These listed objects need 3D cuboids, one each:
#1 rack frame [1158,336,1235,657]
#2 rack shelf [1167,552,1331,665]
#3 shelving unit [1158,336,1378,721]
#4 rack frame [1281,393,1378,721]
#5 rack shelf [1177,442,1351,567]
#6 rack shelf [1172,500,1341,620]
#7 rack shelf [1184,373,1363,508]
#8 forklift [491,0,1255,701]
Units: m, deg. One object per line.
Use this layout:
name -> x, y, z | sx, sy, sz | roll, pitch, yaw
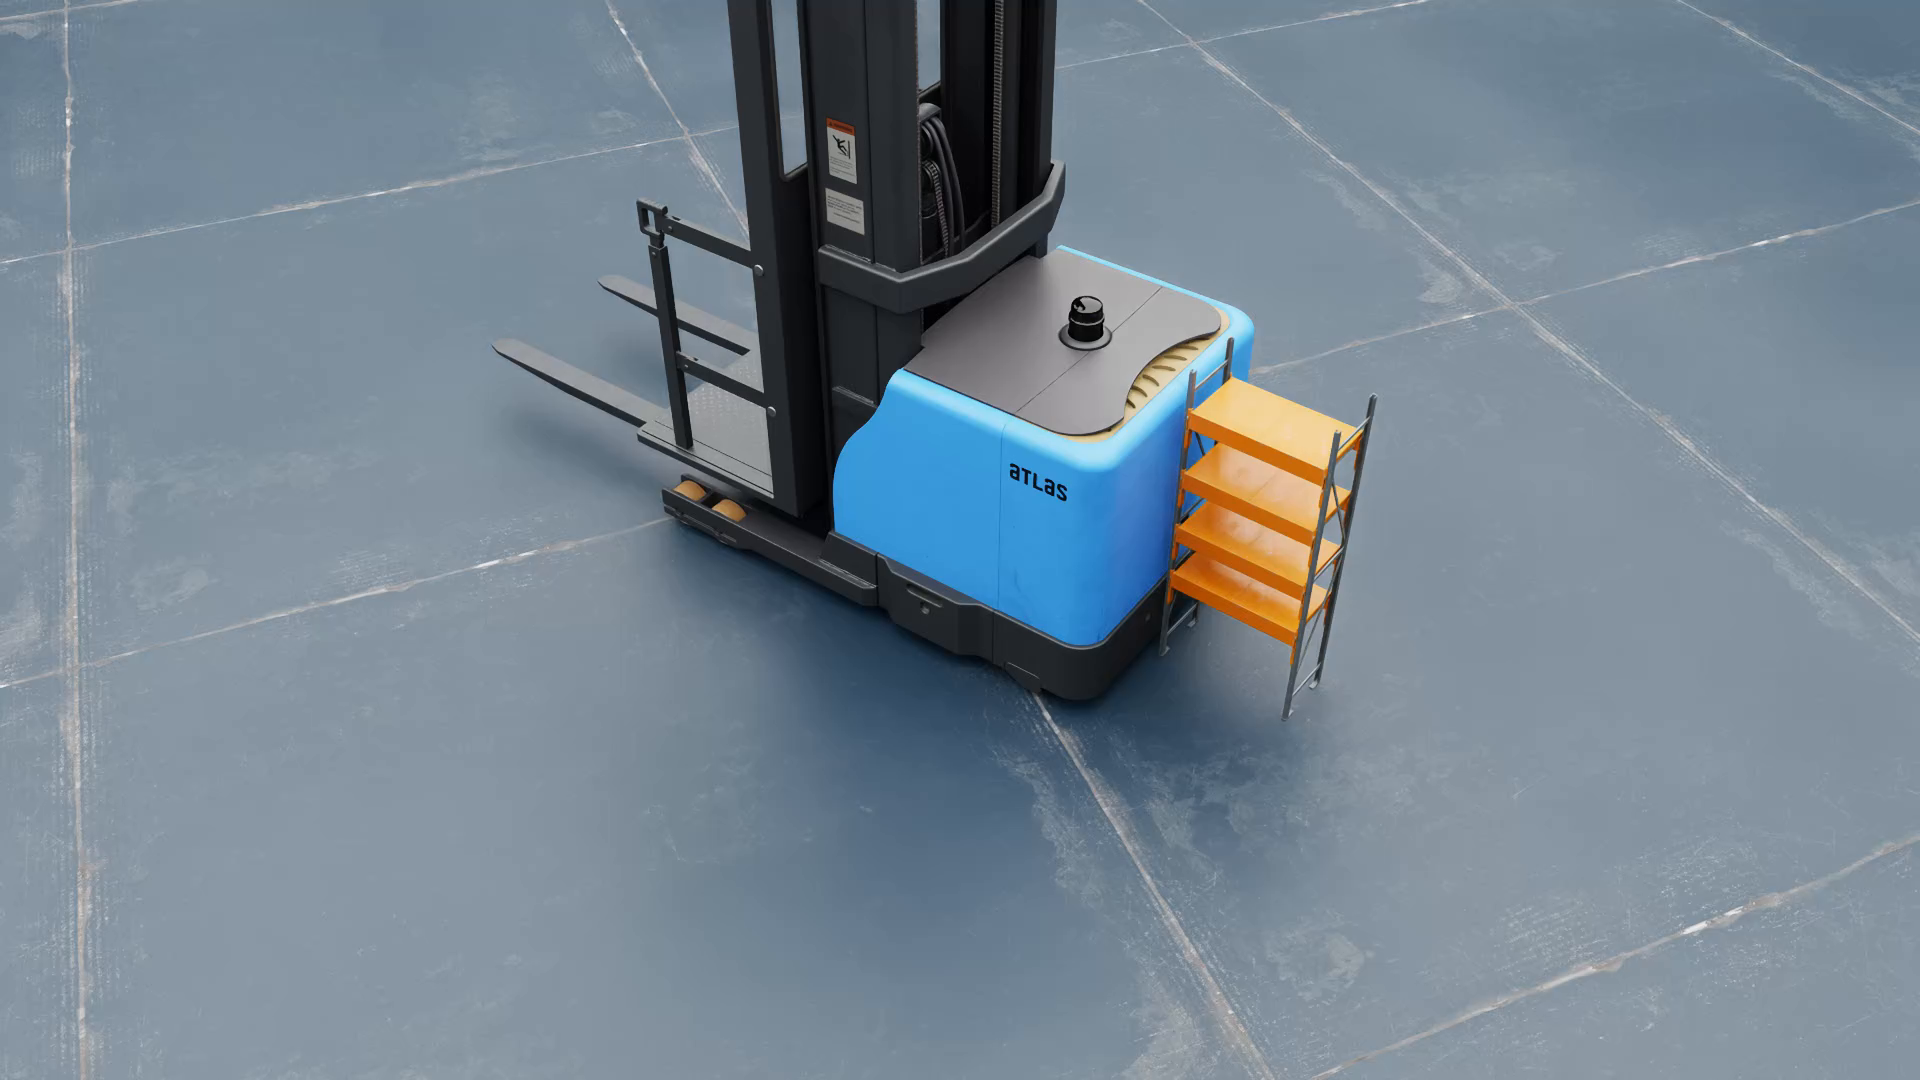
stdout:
rack frame -> 0.769, -0.111, 5.459 | 0.015, 1.200, 0.240 | 27, 48, 28
rack shelf -> 0.961, 0.189, 5.518 | 0.480, 0.148, 0.258 | 27, 48, 28
shelving unit -> 0.961, -0.013, 5.345 | 0.503, 1.200, 0.258 | 27, 48, 28
rack frame -> 1.153, 0.086, 5.230 | 0.015, 1.200, 0.240 | 27, 48, 28
rack shelf -> 0.961, -0.131, 5.243 | 0.480, 0.148, 0.258 | 27, 48, 28
rack shelf -> 0.961, 0.038, 5.388 | 0.480, 0.148, 0.258 | 27, 48, 28
rack shelf -> 0.961, -0.311, 5.088 | 0.480, 0.148, 0.258 | 27, 48, 28
forklift -> -0.507, -1.348, 5.570 | 3.031, 2.935, 1.130 | 25, 47, 26
